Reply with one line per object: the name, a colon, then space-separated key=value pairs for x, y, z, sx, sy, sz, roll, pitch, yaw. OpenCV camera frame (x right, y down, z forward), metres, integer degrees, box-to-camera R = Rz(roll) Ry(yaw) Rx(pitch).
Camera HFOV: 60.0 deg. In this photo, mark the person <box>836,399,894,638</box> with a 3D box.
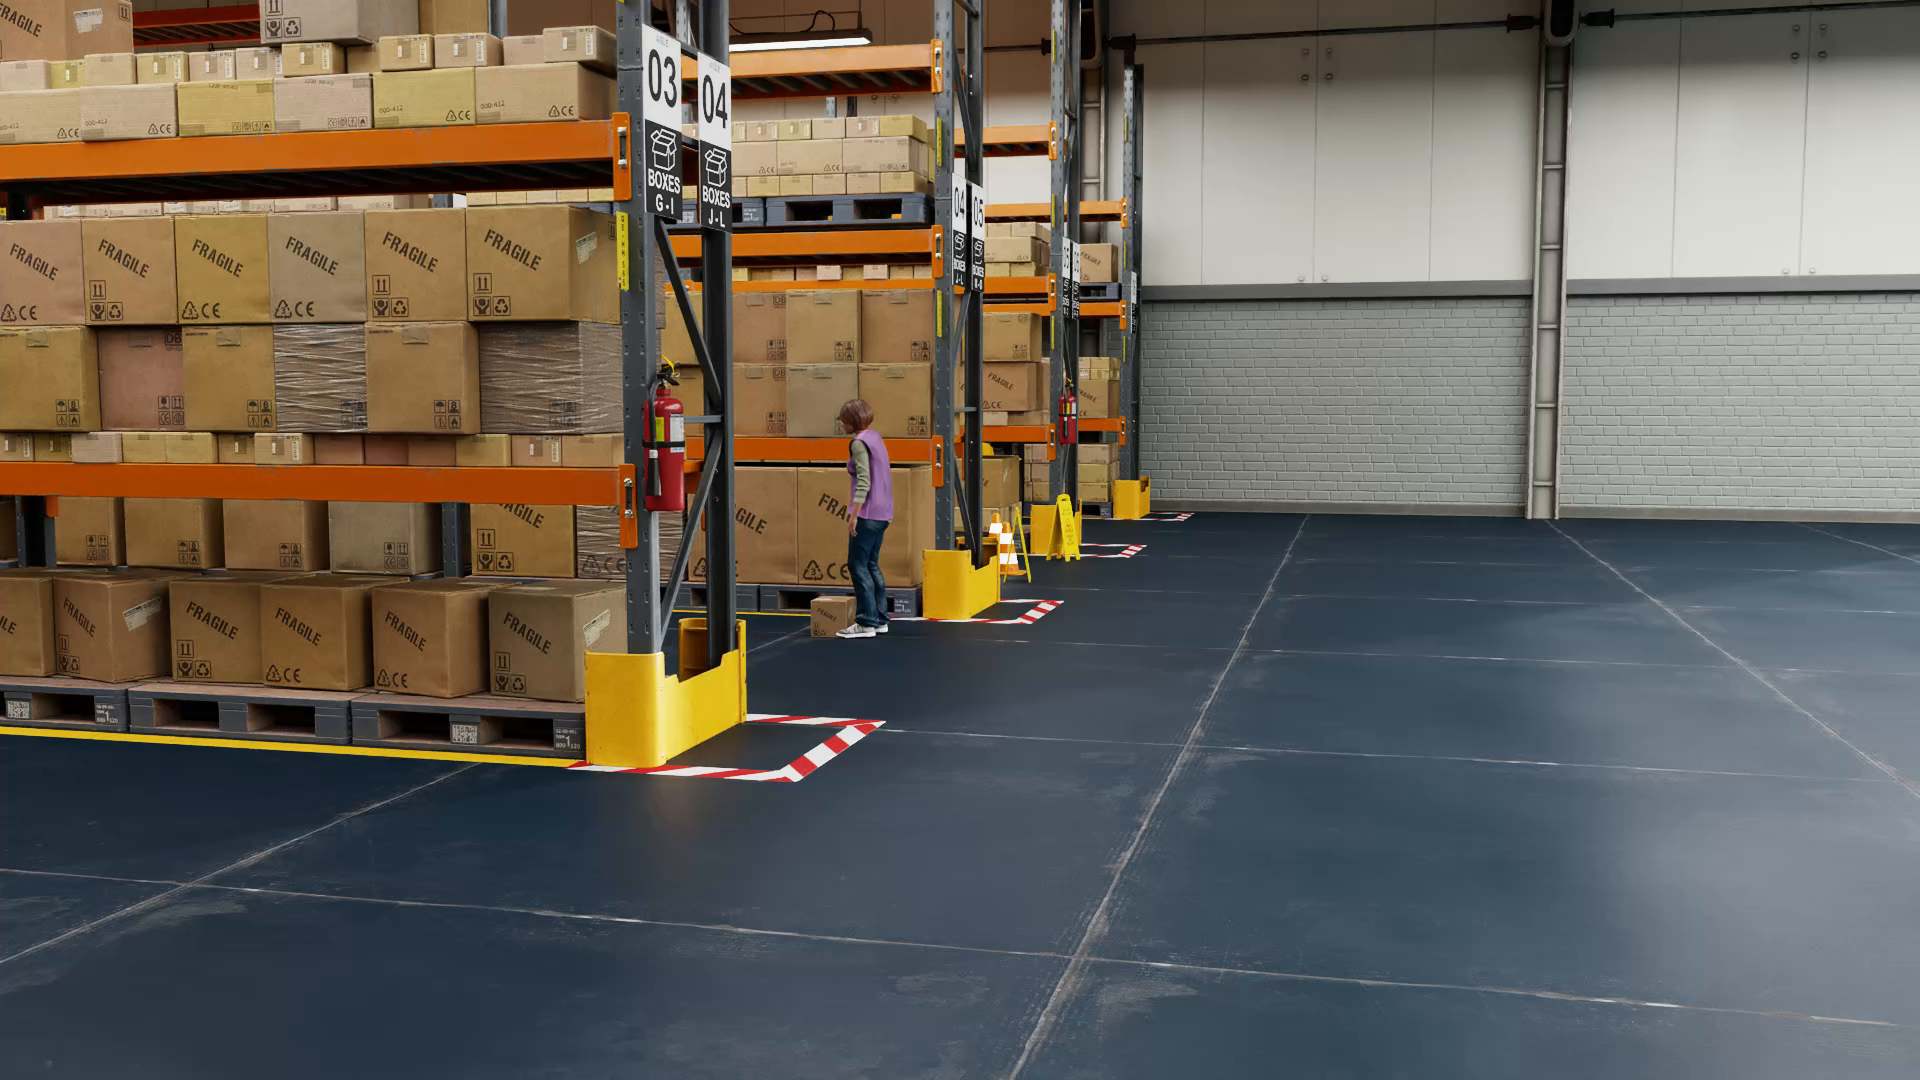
person: x=-0.633 y=-0.140 z=11.145 sx=0.365 sy=1.582 sz=0.464 roll=1 pitch=5 yaw=14
